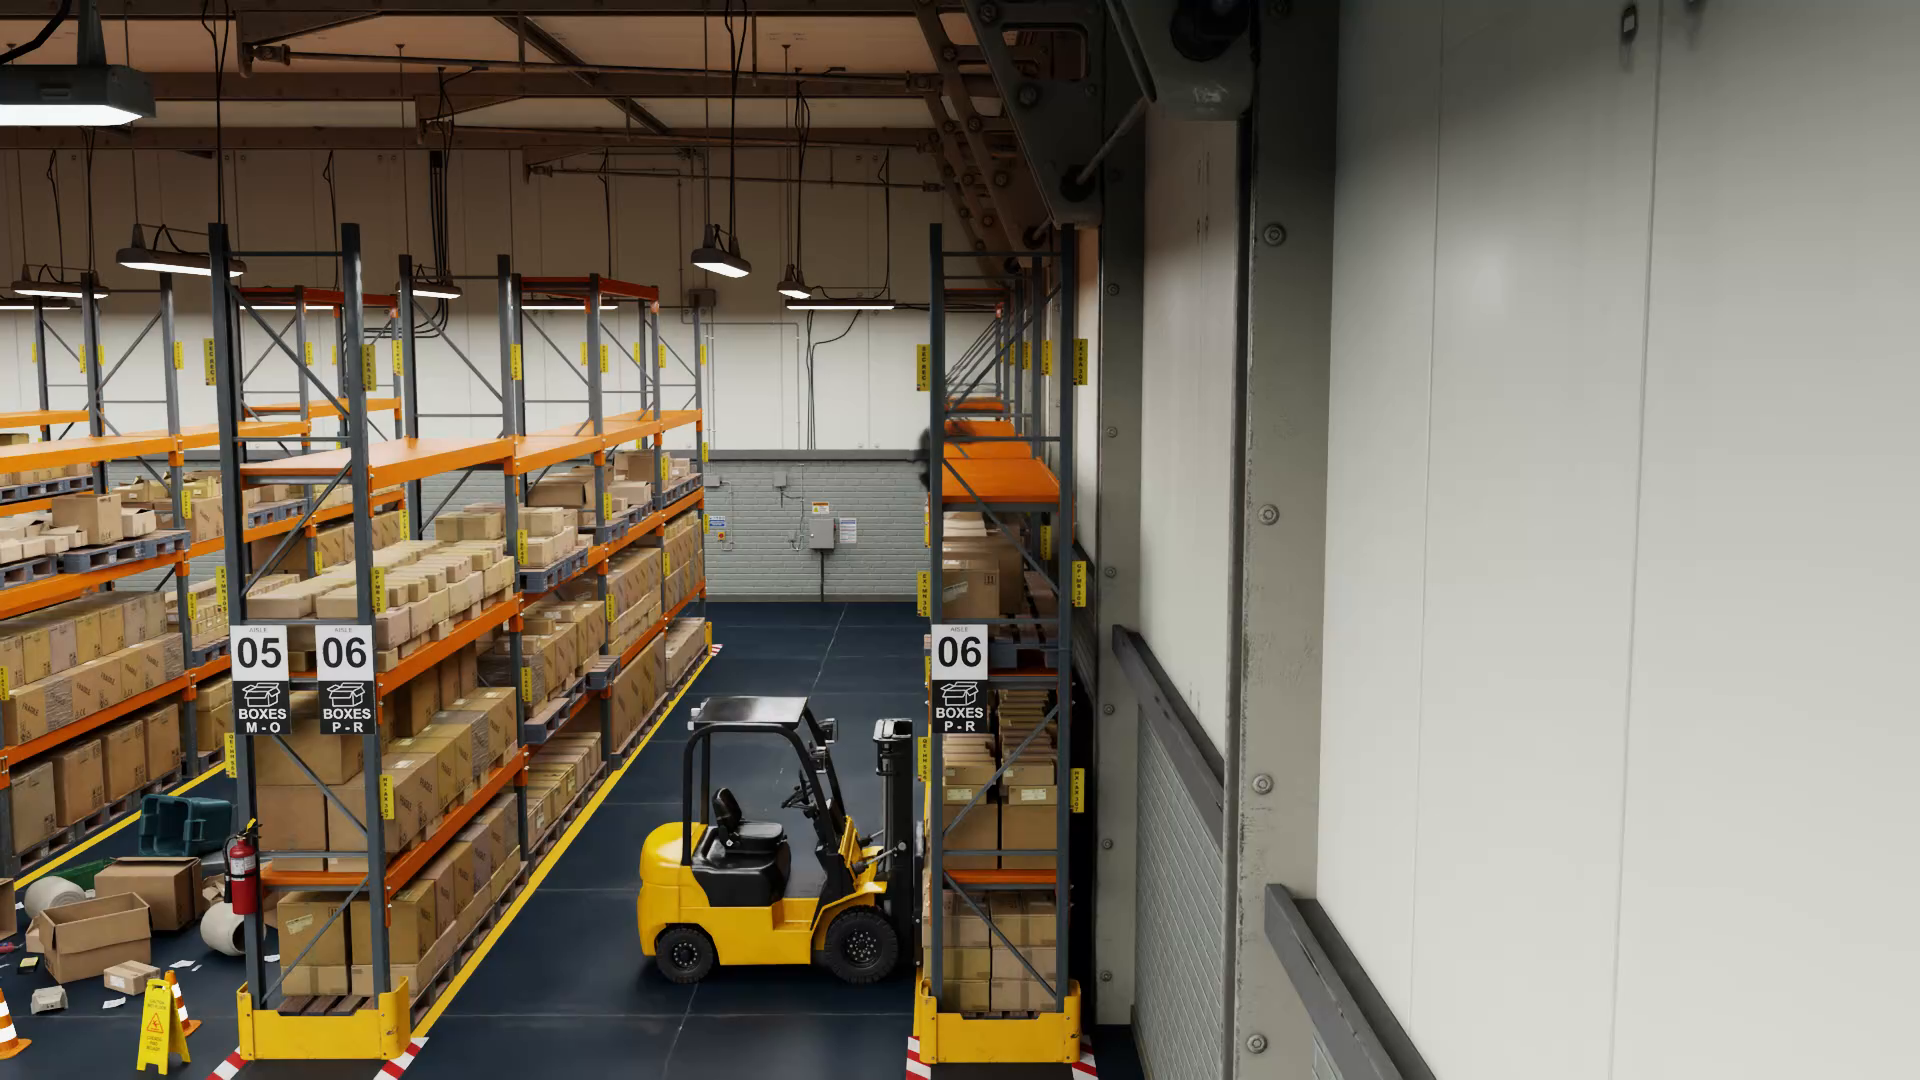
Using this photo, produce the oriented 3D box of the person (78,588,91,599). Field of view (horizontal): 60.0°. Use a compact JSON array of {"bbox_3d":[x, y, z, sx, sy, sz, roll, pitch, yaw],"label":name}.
[{"bbox_3d":[-12.858,1.522,24.497,0.581,1.585,0.514,0,7,0],"label":"person"}]
